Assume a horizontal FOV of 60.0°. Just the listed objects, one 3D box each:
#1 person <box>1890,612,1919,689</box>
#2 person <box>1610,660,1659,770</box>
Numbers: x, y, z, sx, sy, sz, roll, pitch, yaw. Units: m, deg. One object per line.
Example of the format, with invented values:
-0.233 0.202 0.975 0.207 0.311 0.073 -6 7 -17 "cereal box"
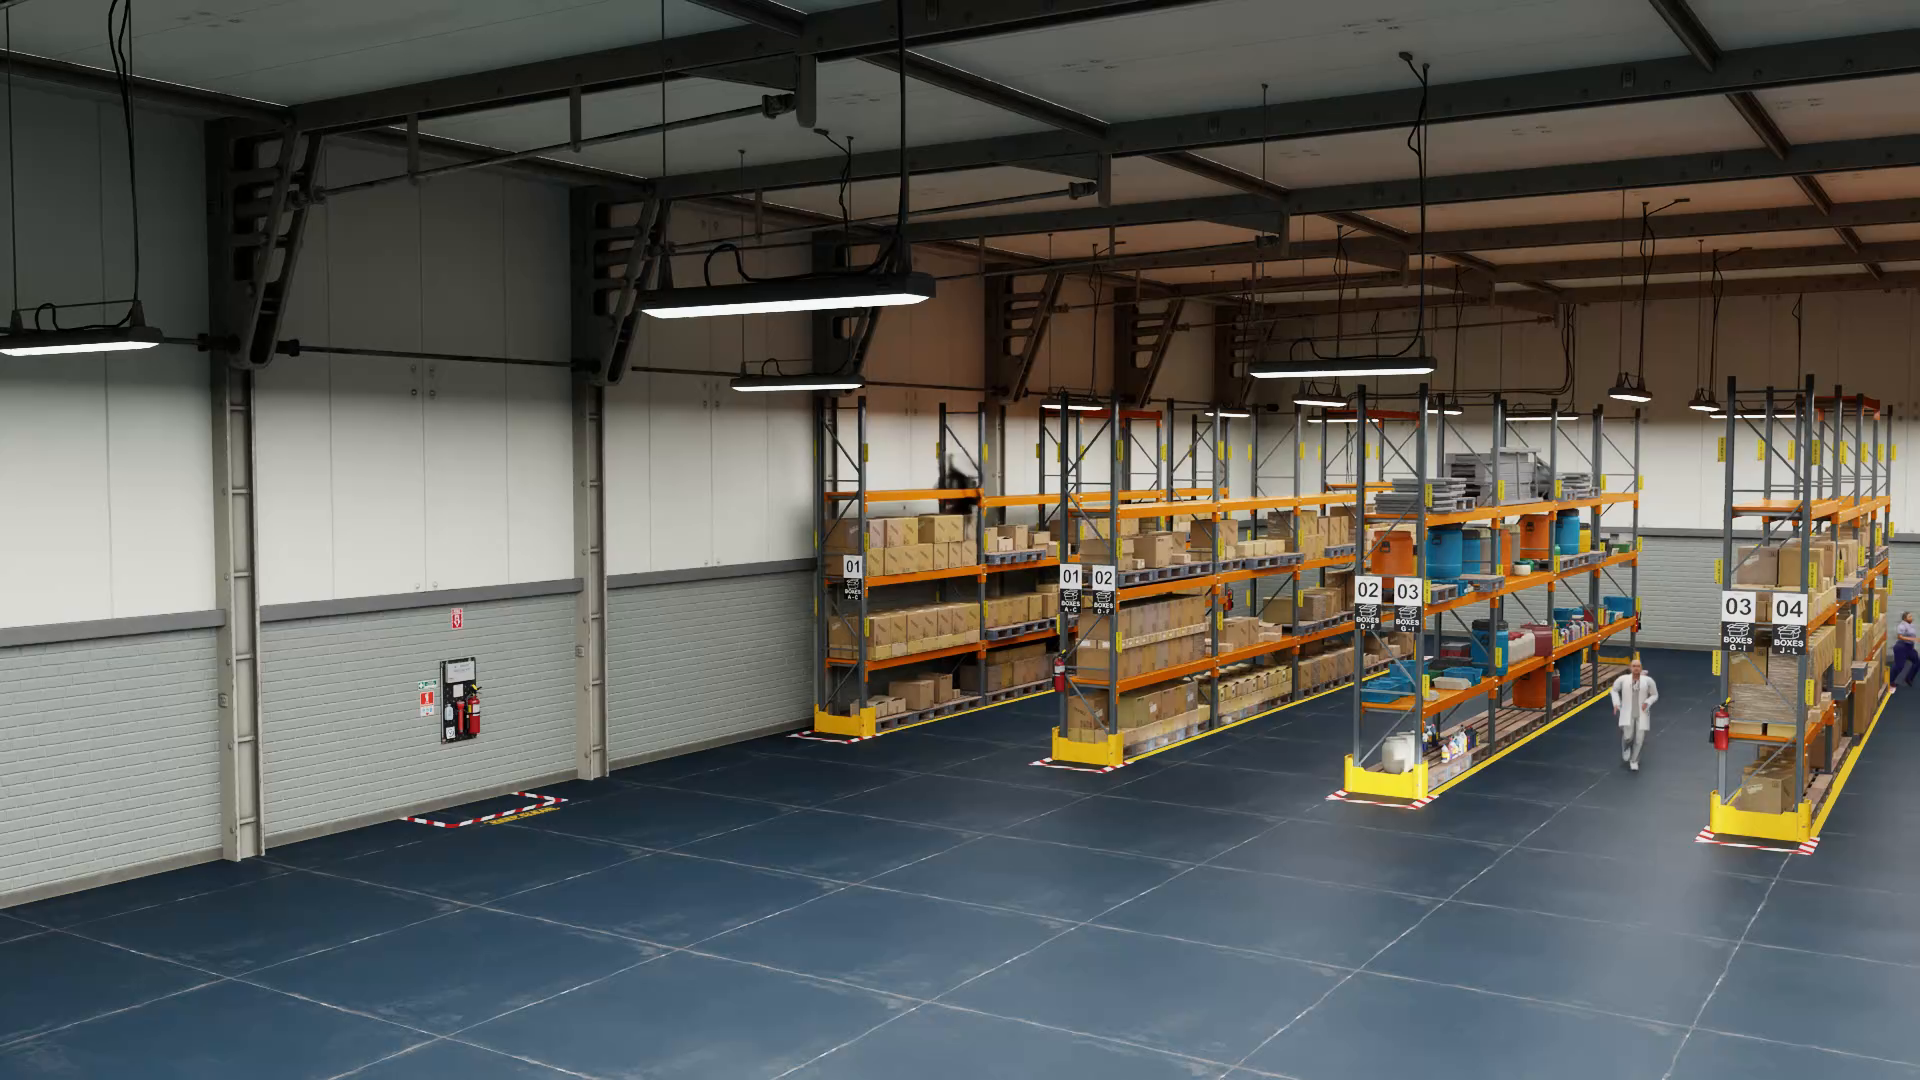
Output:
20.144 2.348 35.402 0.650 1.651 0.686 -2 4 -37 "person"
10.658 2.758 26.277 0.707 1.733 0.633 1 3 19 "person"
